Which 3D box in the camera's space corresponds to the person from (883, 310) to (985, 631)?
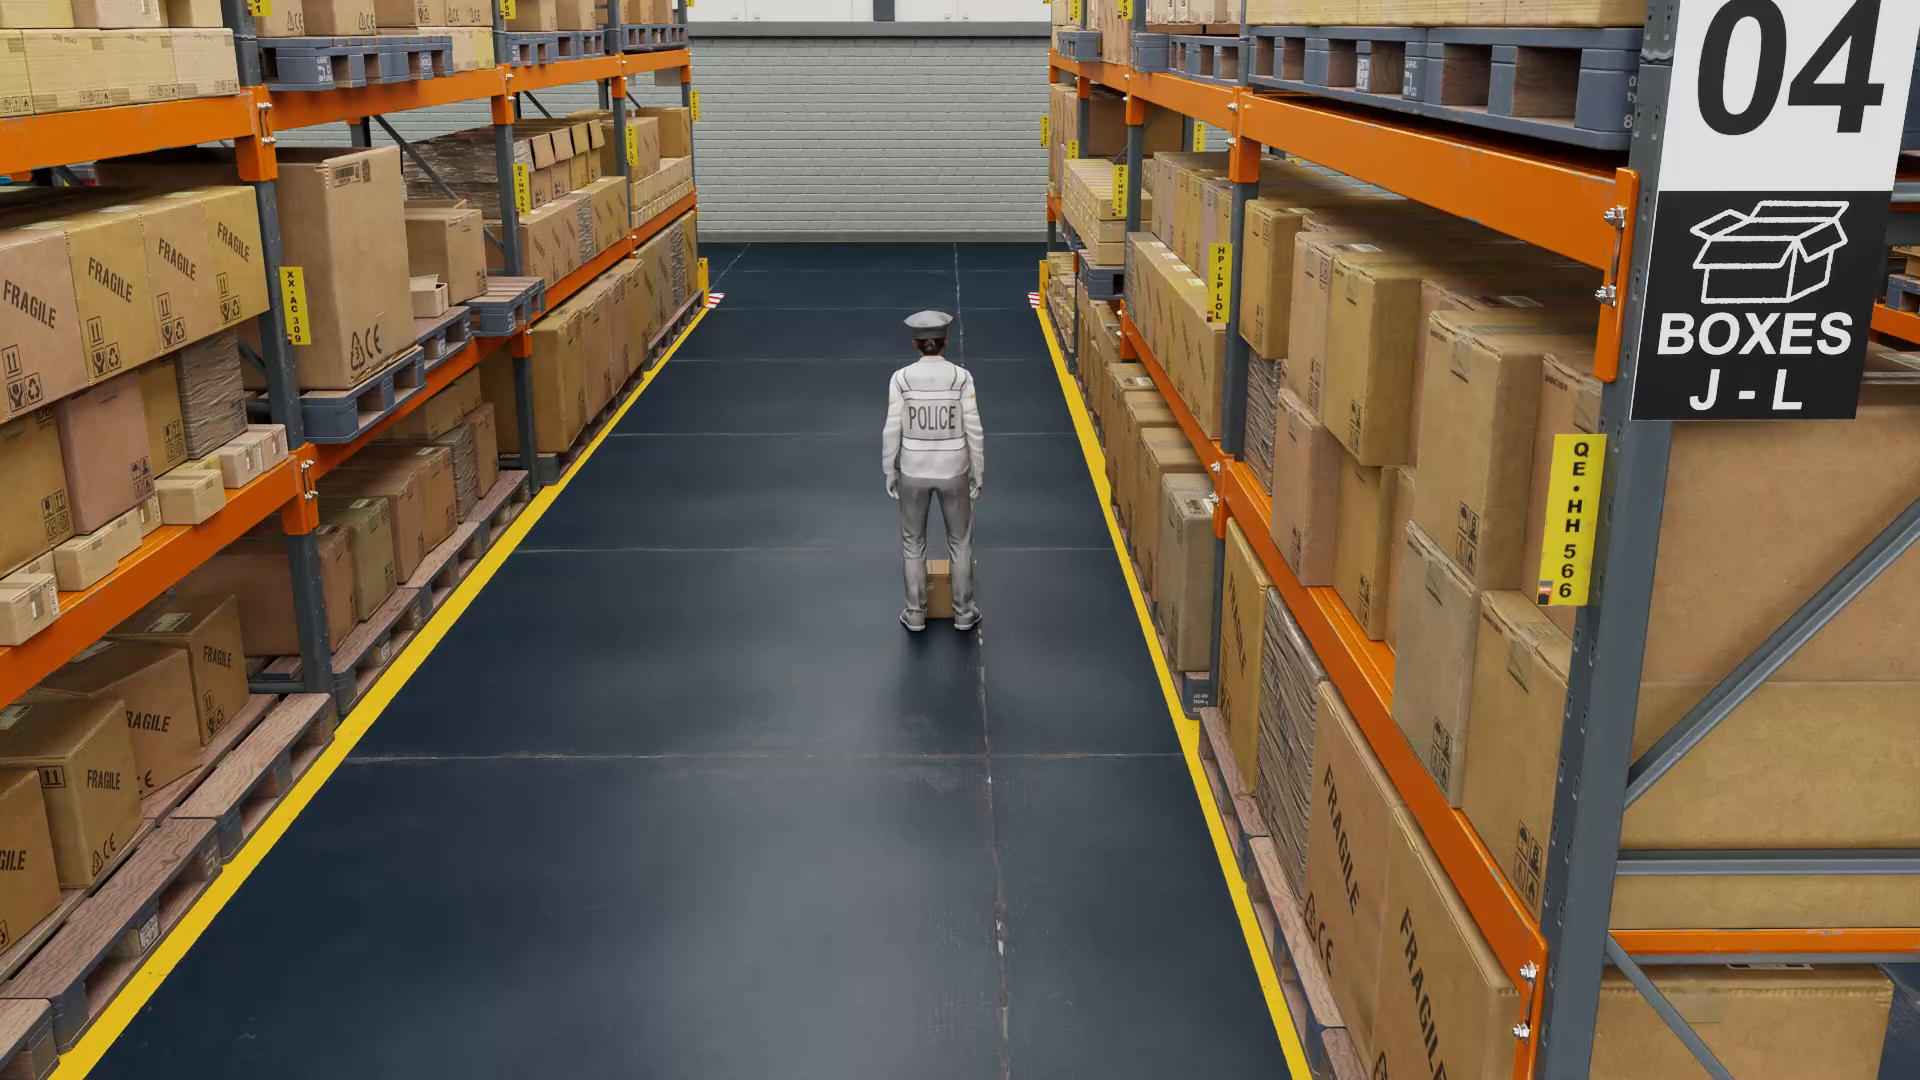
[{"bbox_3d":[-0.136,-0.334,8.629,0.528,1.656,0.375,0,17,-1],"label":"person"}]
